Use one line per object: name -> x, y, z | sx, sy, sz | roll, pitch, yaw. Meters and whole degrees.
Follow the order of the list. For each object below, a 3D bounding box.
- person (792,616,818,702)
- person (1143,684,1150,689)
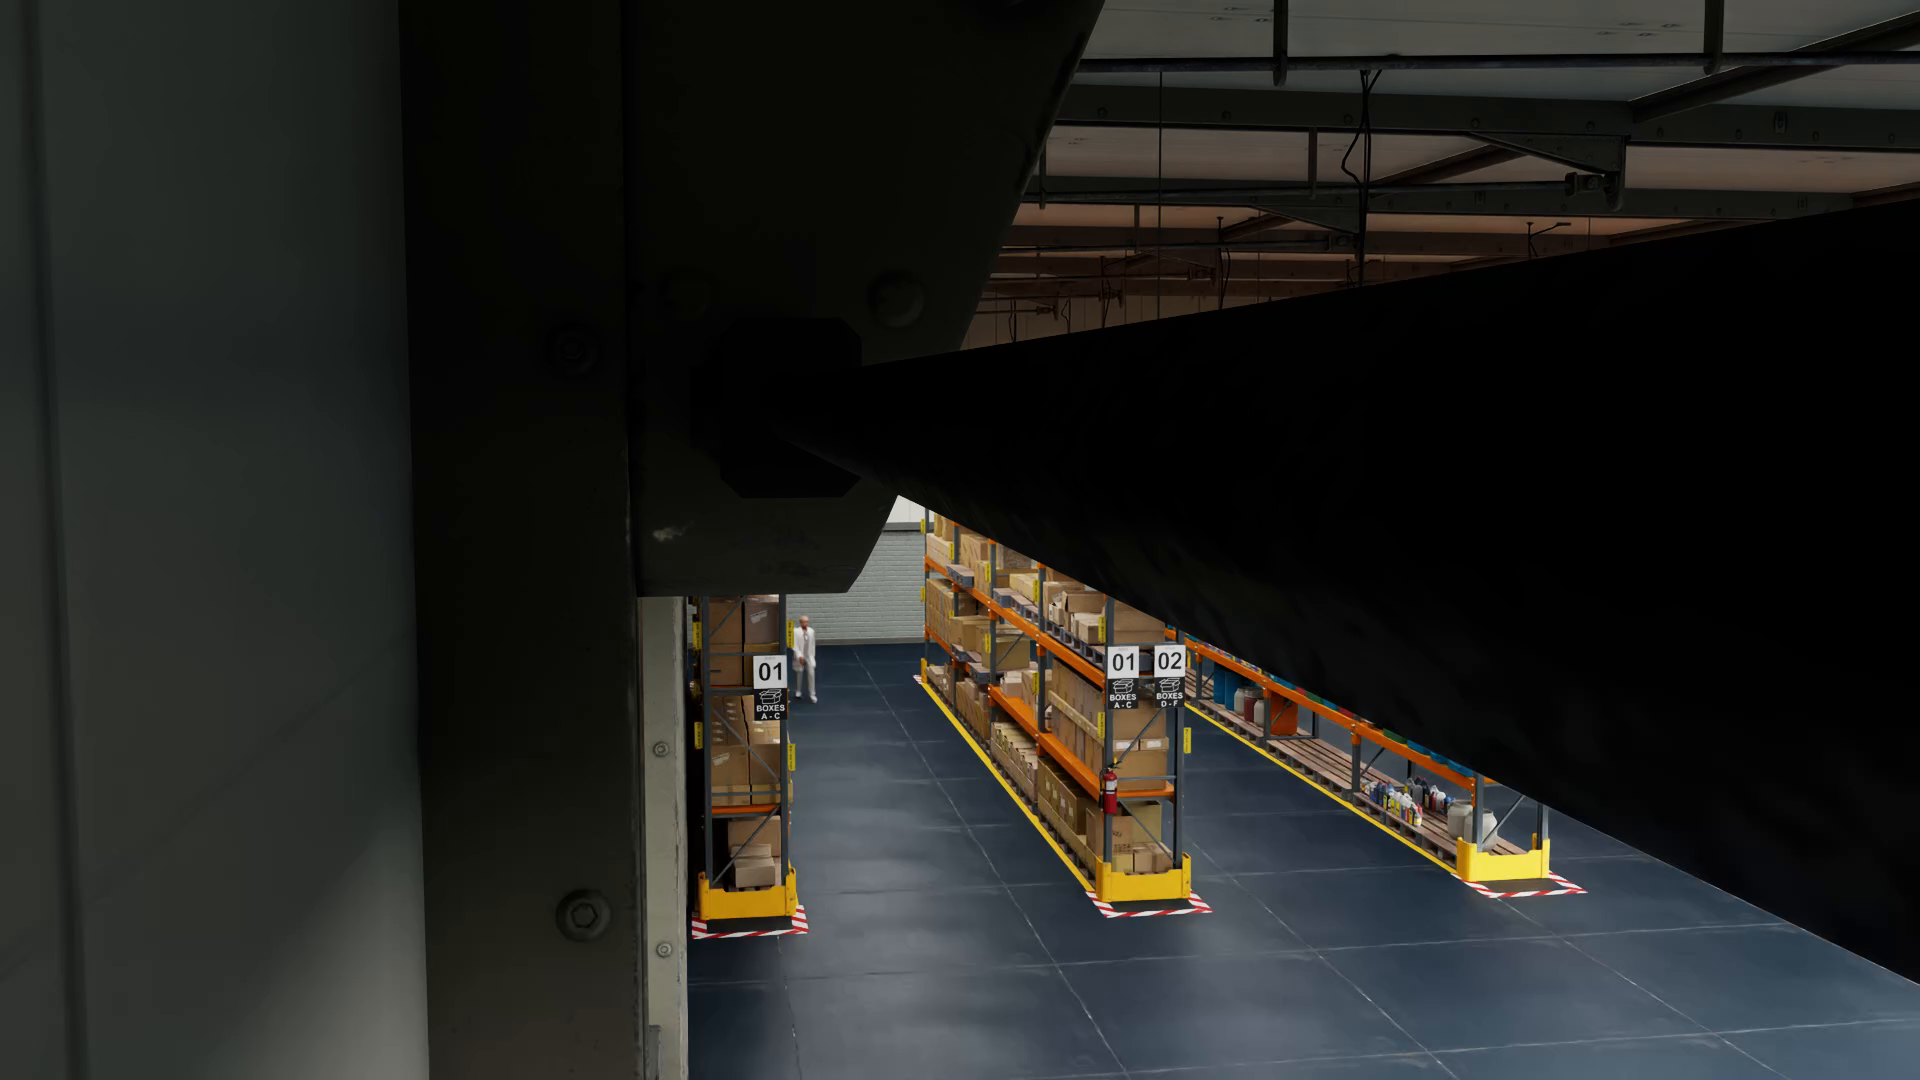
person -> -3.198, 2.432, 34.334 | 0.569, 1.724, 1.064 | -2, 6, -25
person -> 3.883, 2.336, 35.584 | 0.564, 1.792, 0.561 | -4, 7, -40
